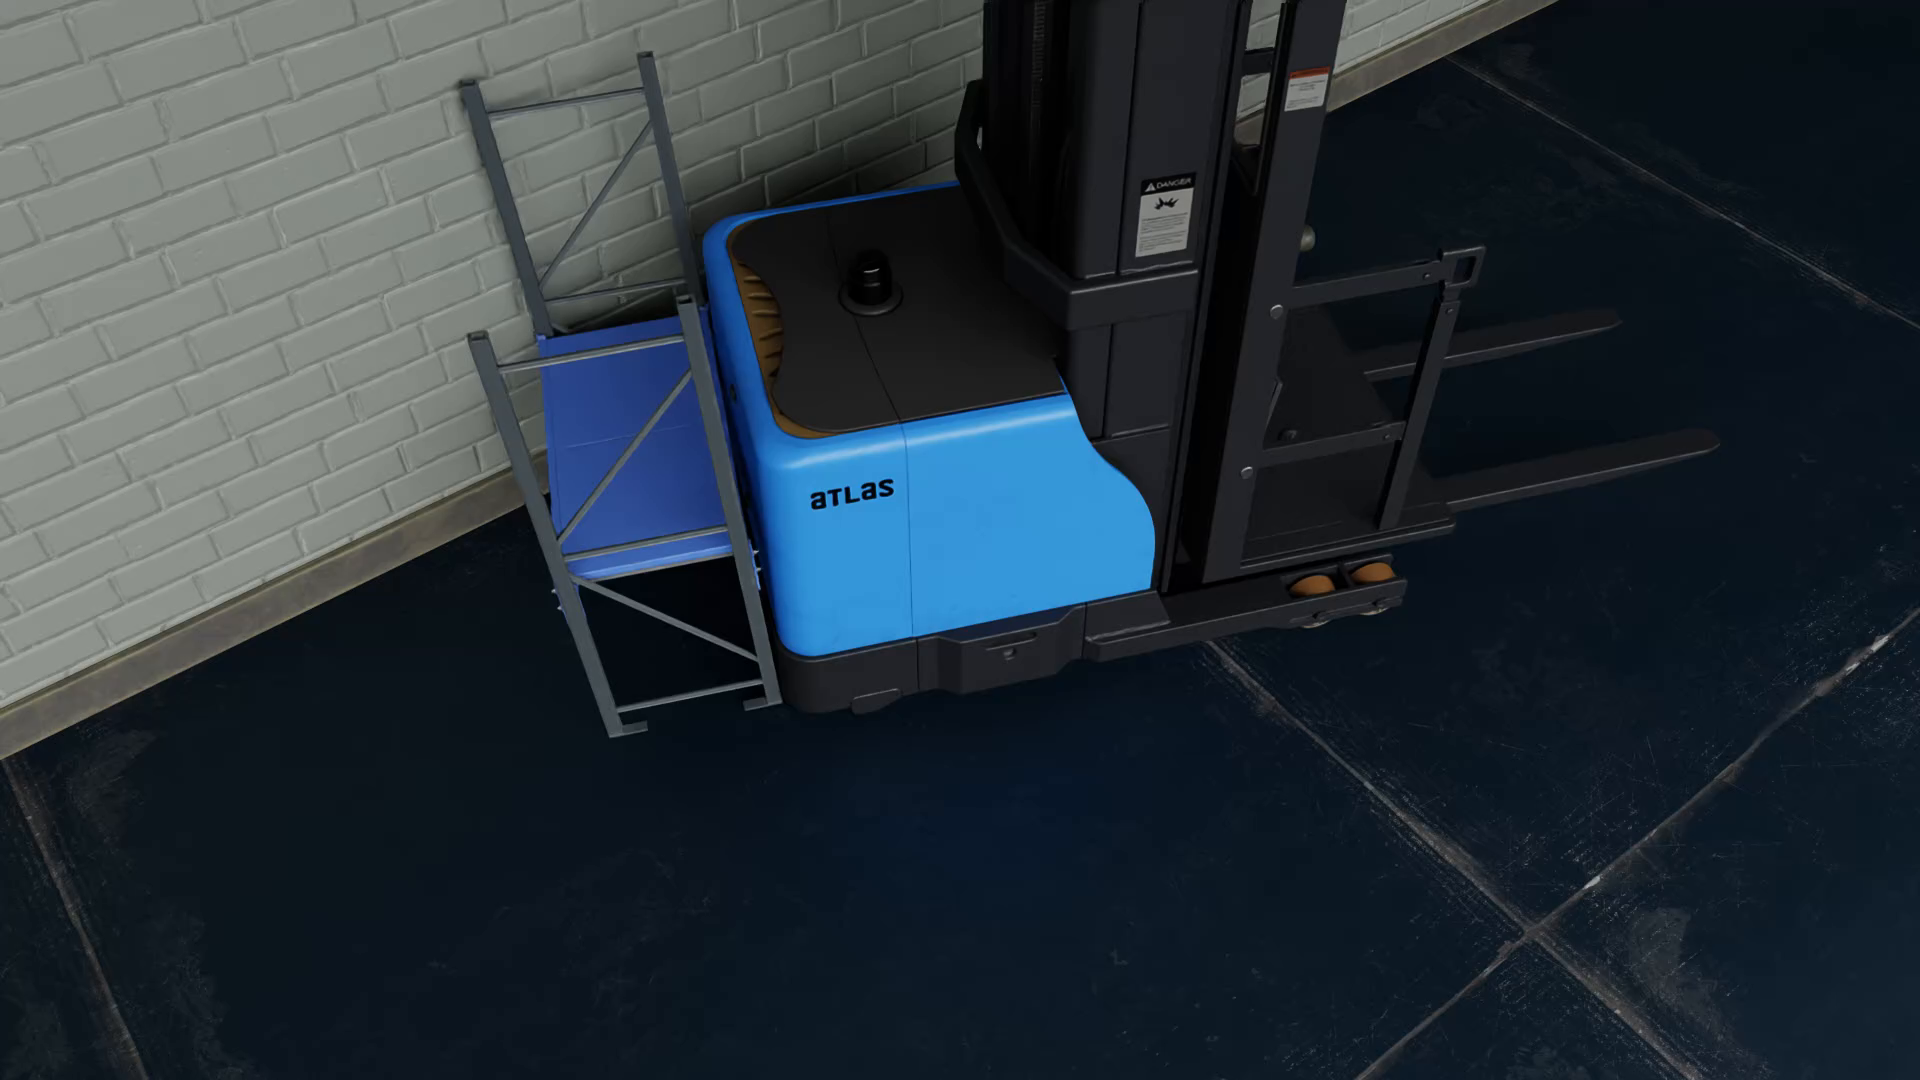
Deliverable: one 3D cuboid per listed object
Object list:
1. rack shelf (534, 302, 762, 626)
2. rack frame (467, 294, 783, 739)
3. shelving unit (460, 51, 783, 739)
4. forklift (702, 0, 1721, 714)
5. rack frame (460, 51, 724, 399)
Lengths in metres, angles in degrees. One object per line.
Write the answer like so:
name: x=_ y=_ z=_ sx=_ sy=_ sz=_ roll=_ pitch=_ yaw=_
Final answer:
rack shelf: x=-0.893 y=-0.239 z=4.680 sx=0.538 sy=0.185 sz=1.000 roll=-11 pitch=49 yaw=-6
rack frame: x=-0.794 y=0.009 z=4.212 sx=0.500 sy=1.500 sz=0.032 roll=-11 pitch=49 yaw=-6
shelving unit: x=-0.902 y=-0.359 z=4.546 sx=0.538 sy=1.500 sz=1.048 roll=-11 pitch=49 yaw=-6
forklift: x=0.846 y=-1.090 z=4.260 sx=3.031 sy=2.935 sz=1.130 roll=-11 pitch=49 yaw=-10
rack frame: x=-1.010 y=-0.727 z=4.879 sx=0.500 sy=1.500 sz=0.032 roll=-11 pitch=49 yaw=-6
